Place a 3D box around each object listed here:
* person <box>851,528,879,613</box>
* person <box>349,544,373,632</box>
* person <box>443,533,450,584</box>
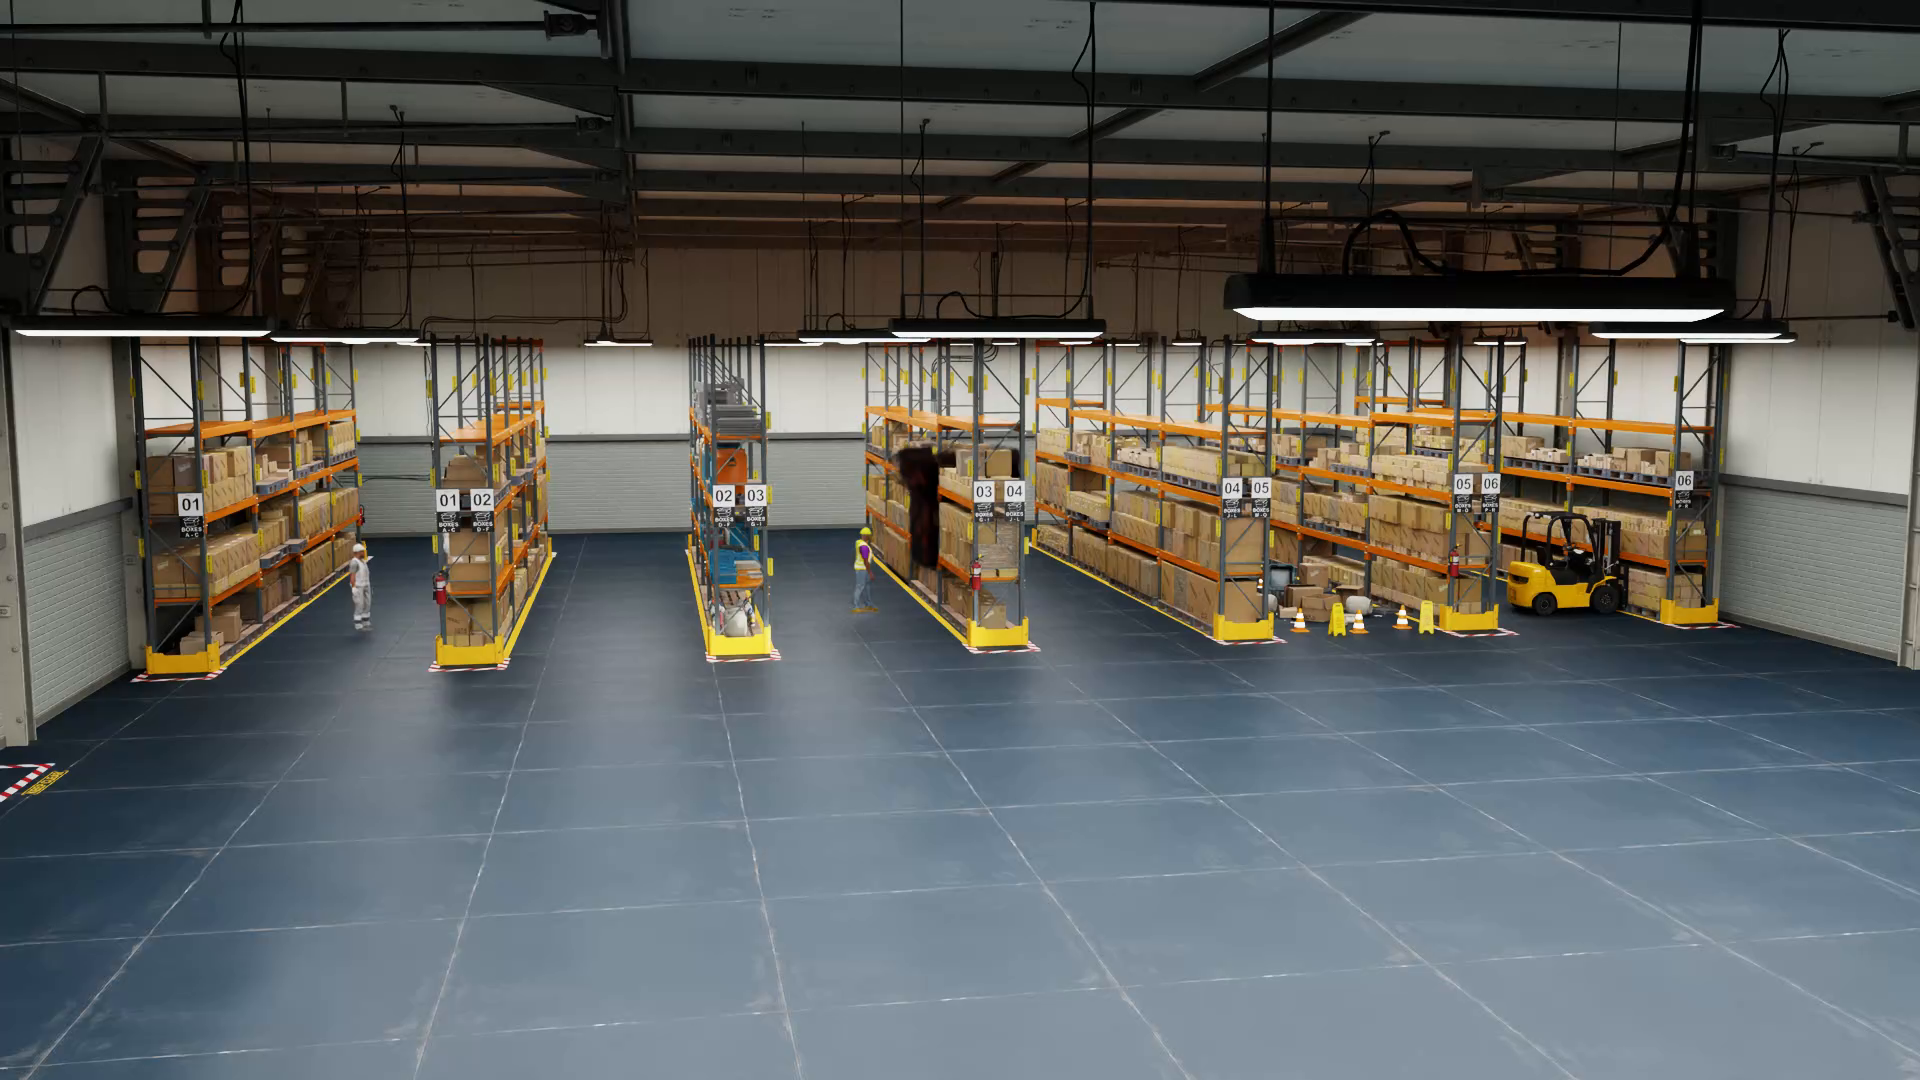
[{"bbox_3d":[-1.972,0.624,34.342,0.574,1.788,0.703,0,7,-3],"label":"person"},{"bbox_3d":[-12.183,0.982,33.835,0.418,1.814,0.614,2,7,20],"label":"person"},{"bbox_3d":[-12.340,0.275,40.325,0.396,1.665,0.559,-2,7,-15],"label":"person"}]
